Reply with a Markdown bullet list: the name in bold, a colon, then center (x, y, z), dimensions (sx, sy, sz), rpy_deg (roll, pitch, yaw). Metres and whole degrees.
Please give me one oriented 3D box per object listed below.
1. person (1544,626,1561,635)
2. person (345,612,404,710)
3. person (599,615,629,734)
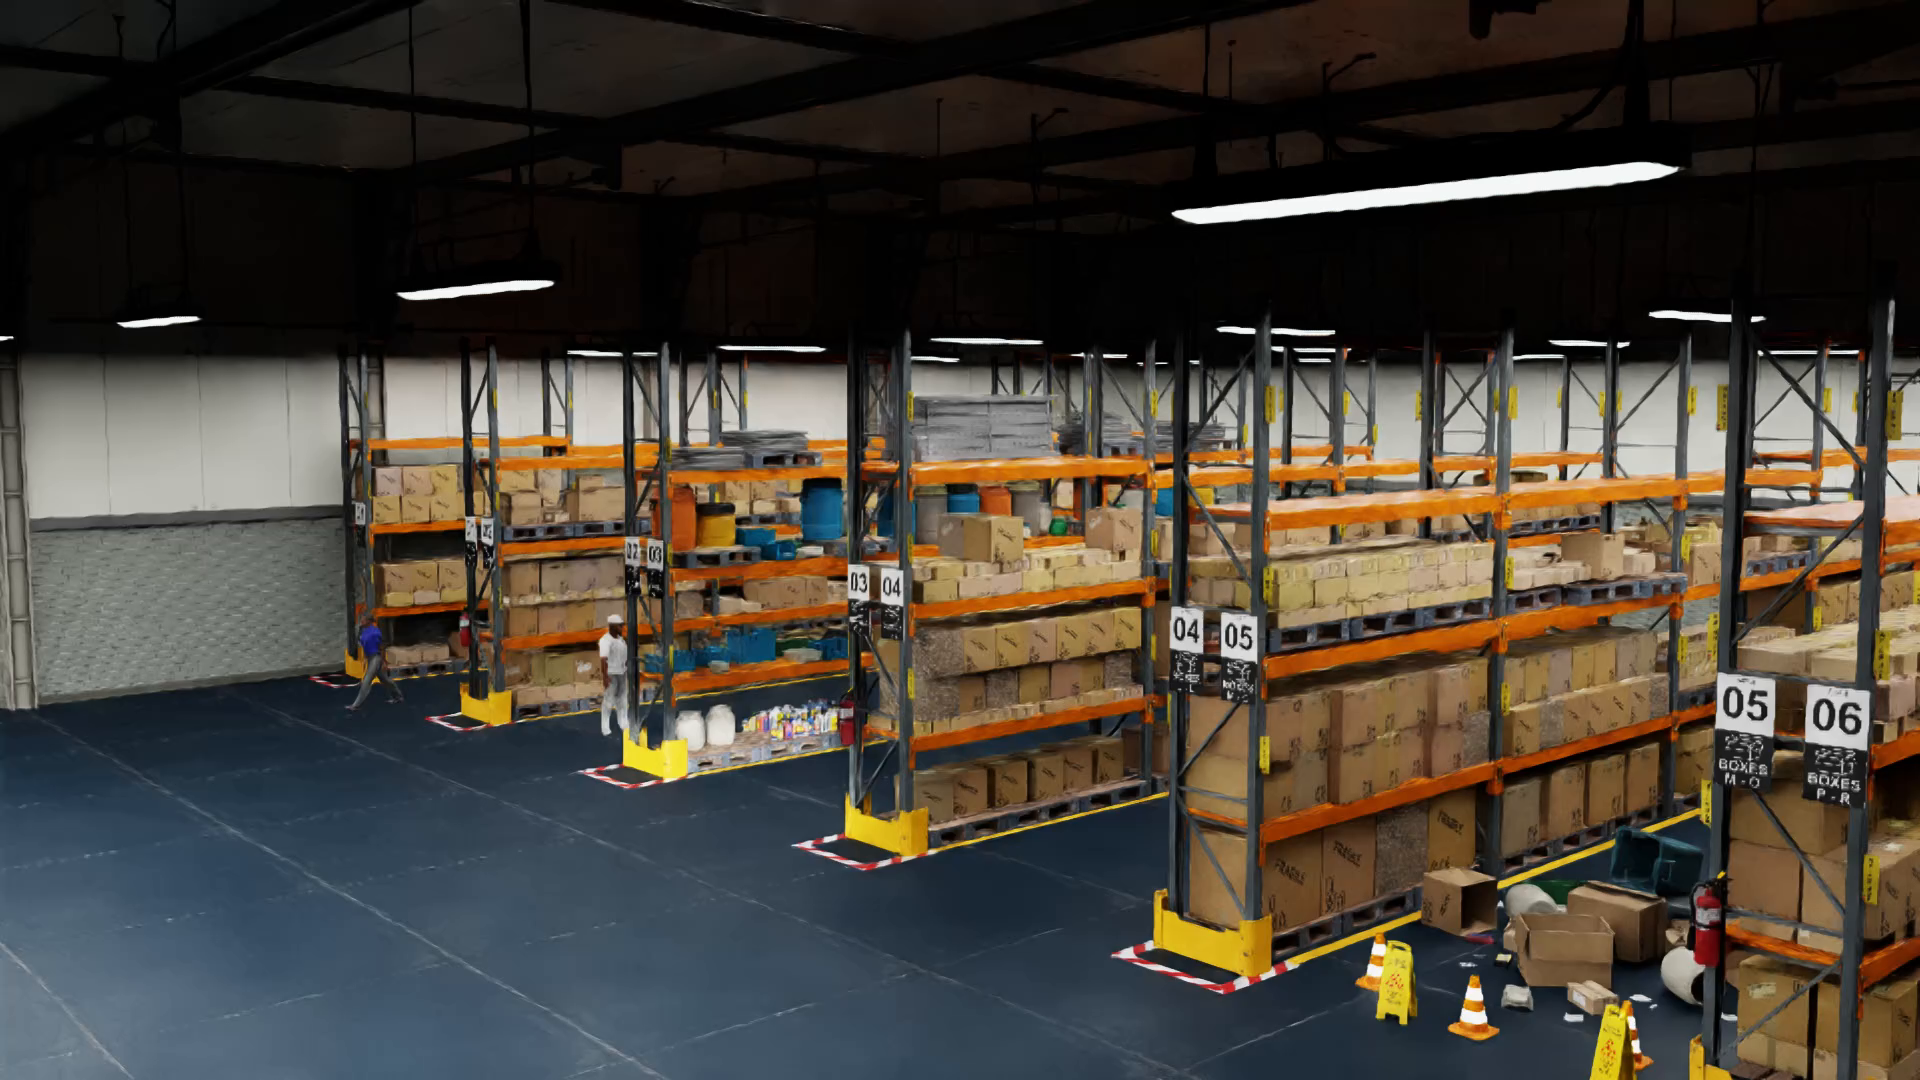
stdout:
- **person**: center (9.046, 2.085, 25.332), dimensions (1.089, 1.590, 0.488), rpy_deg (-5, 7, -43)
- **person**: center (-9.566, 1.940, 27.050), dimensions (1.089, 1.572, 0.450), rpy_deg (-5, 7, -44)
- **person**: center (-5.177, 2.011, 25.164), dimensions (0.464, 1.772, 0.645), rpy_deg (2, 5, 20)
